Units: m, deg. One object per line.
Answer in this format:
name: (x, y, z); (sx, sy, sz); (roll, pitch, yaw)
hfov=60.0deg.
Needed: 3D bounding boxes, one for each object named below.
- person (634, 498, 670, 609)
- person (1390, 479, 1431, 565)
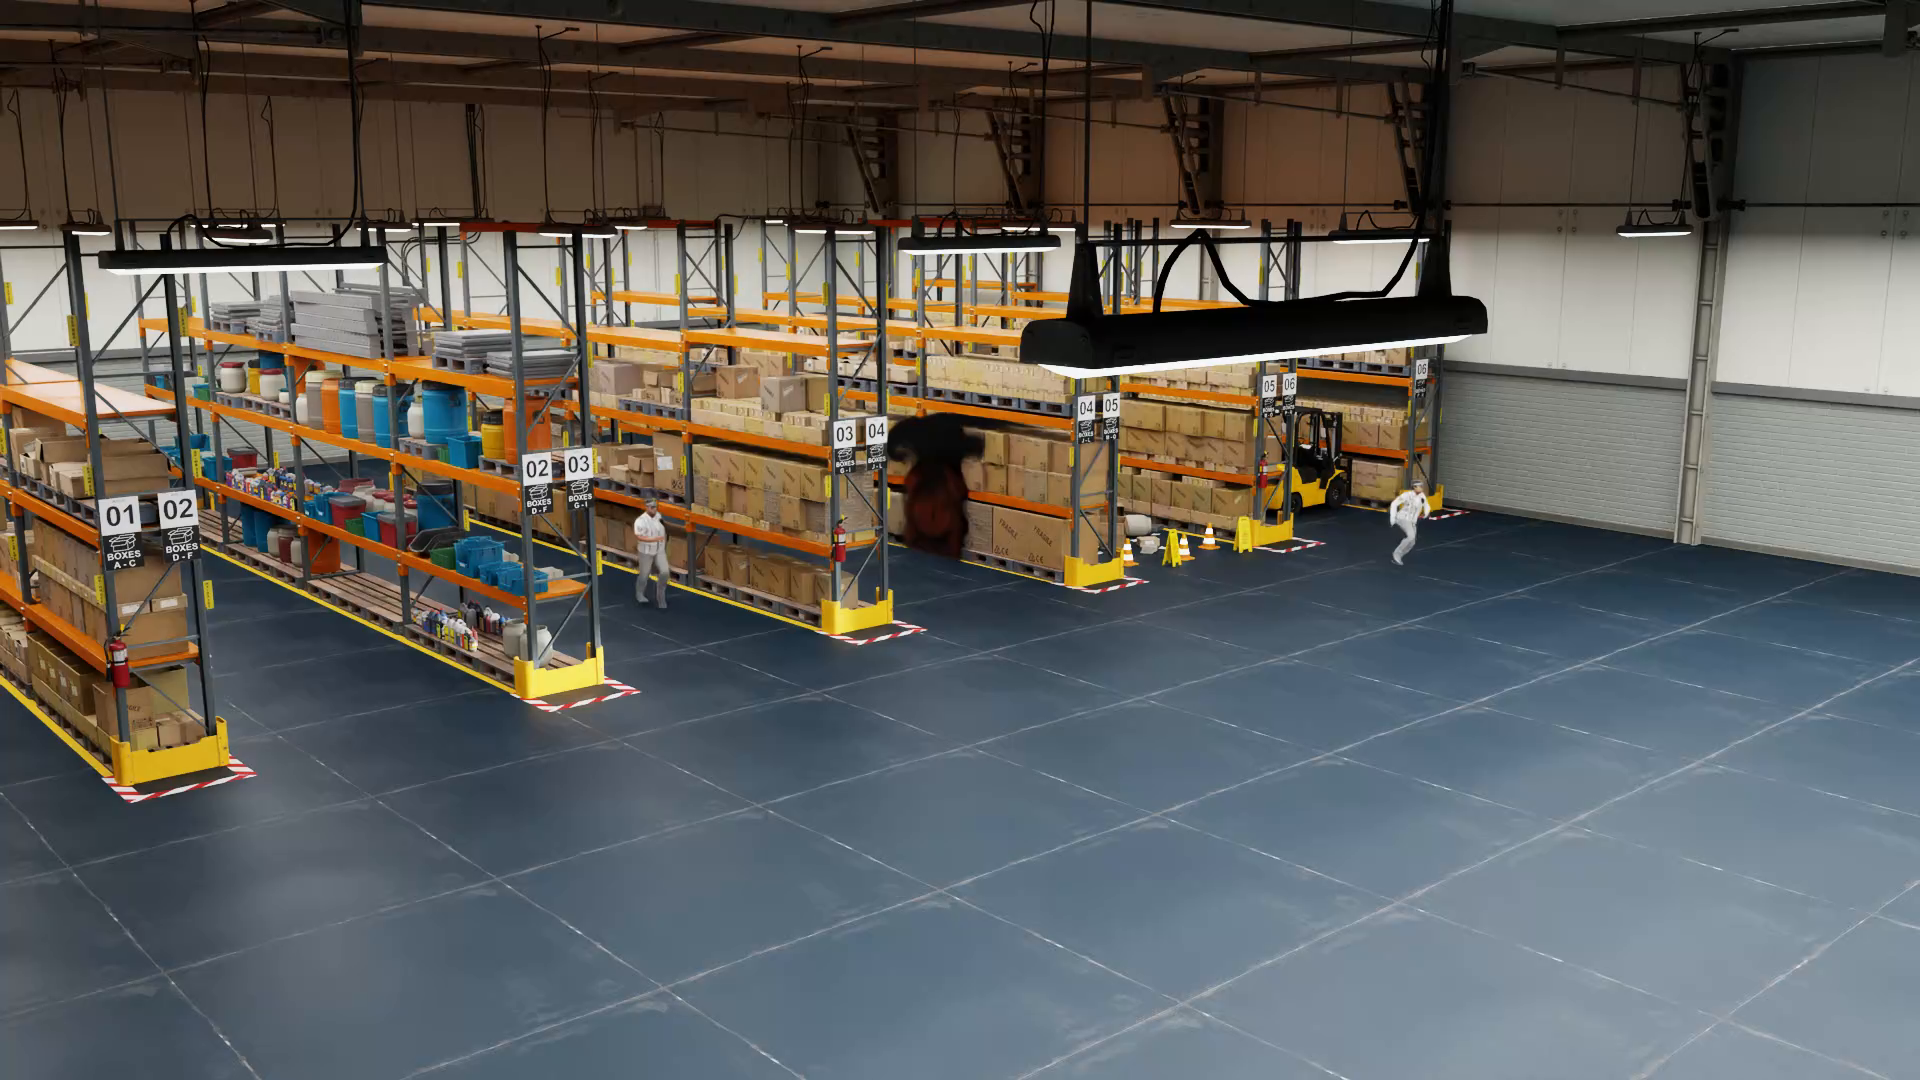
person: (-4.902, 0.215, 26.397); (0.607, 1.835, 0.857); (-9, 14, -38)
person: (8.026, -0.302, 29.592); (0.780, 1.608, 0.539); (-8, 14, -34)
